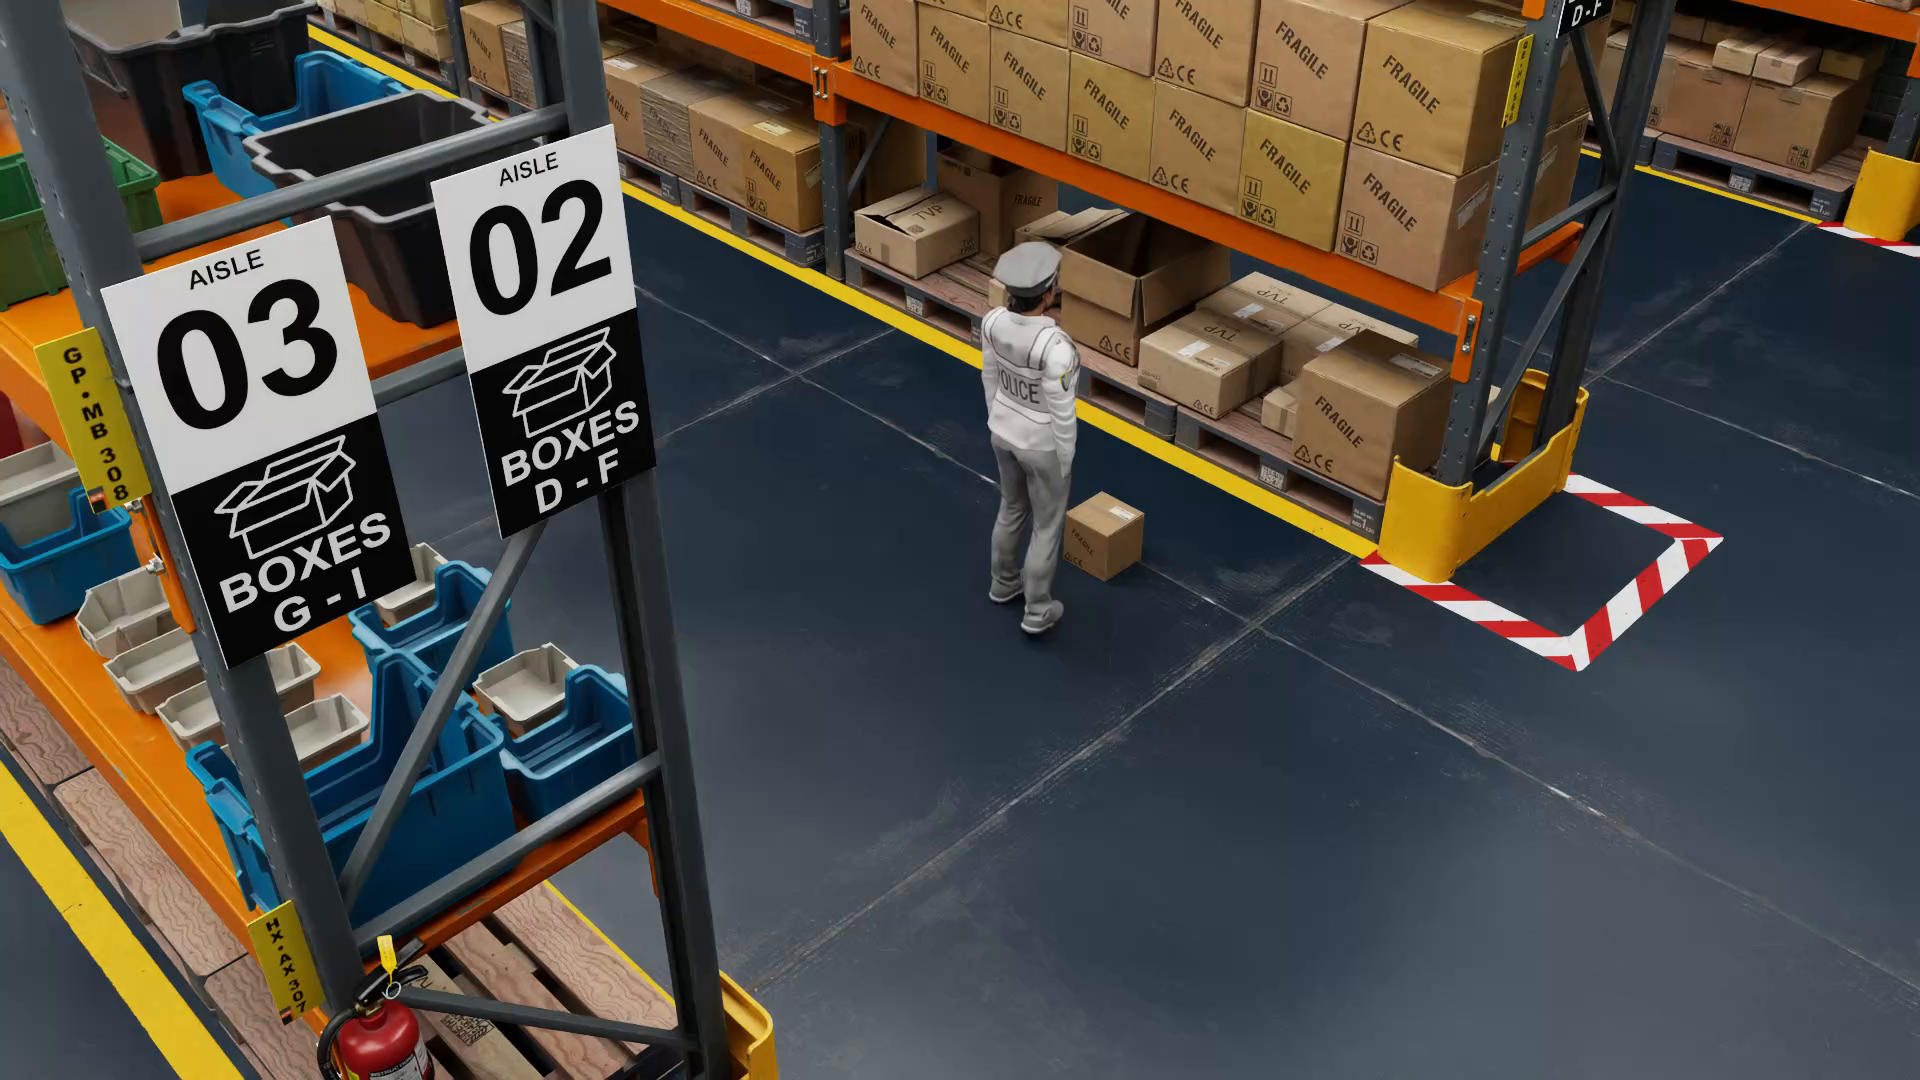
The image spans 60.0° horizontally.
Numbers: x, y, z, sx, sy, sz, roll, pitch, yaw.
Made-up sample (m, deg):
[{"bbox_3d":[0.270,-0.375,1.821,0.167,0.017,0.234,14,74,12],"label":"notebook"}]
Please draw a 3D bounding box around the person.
[{"bbox_3d":[0.287,-0.400,6.711,0.347,1.708,0.469,-29,45,-34],"label":"person"}]
